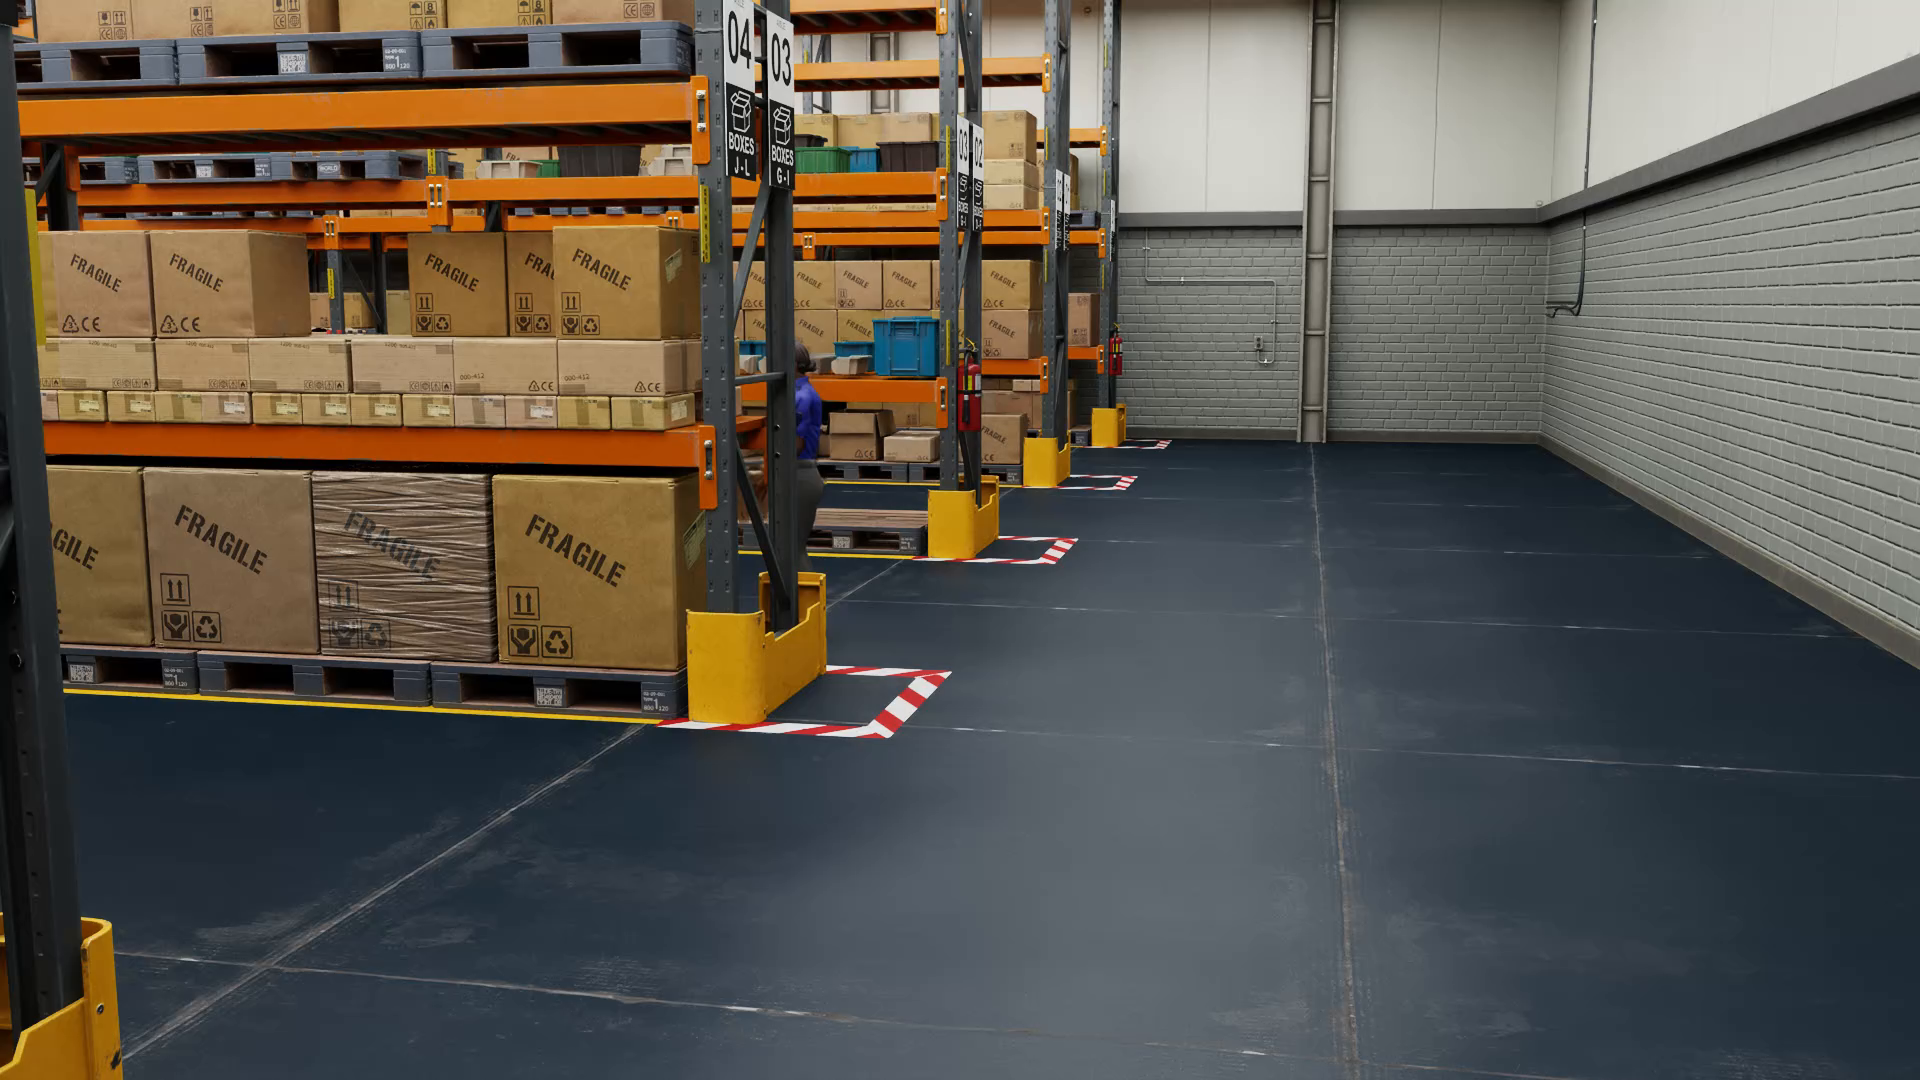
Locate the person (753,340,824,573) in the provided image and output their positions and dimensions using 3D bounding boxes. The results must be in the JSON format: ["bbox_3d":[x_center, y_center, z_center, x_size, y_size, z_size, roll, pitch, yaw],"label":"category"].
[{"bbox_3d":[-0.968,-0.291,9.363,0.405,1.663,0.479,0,8,-3],"label":"person"}]
